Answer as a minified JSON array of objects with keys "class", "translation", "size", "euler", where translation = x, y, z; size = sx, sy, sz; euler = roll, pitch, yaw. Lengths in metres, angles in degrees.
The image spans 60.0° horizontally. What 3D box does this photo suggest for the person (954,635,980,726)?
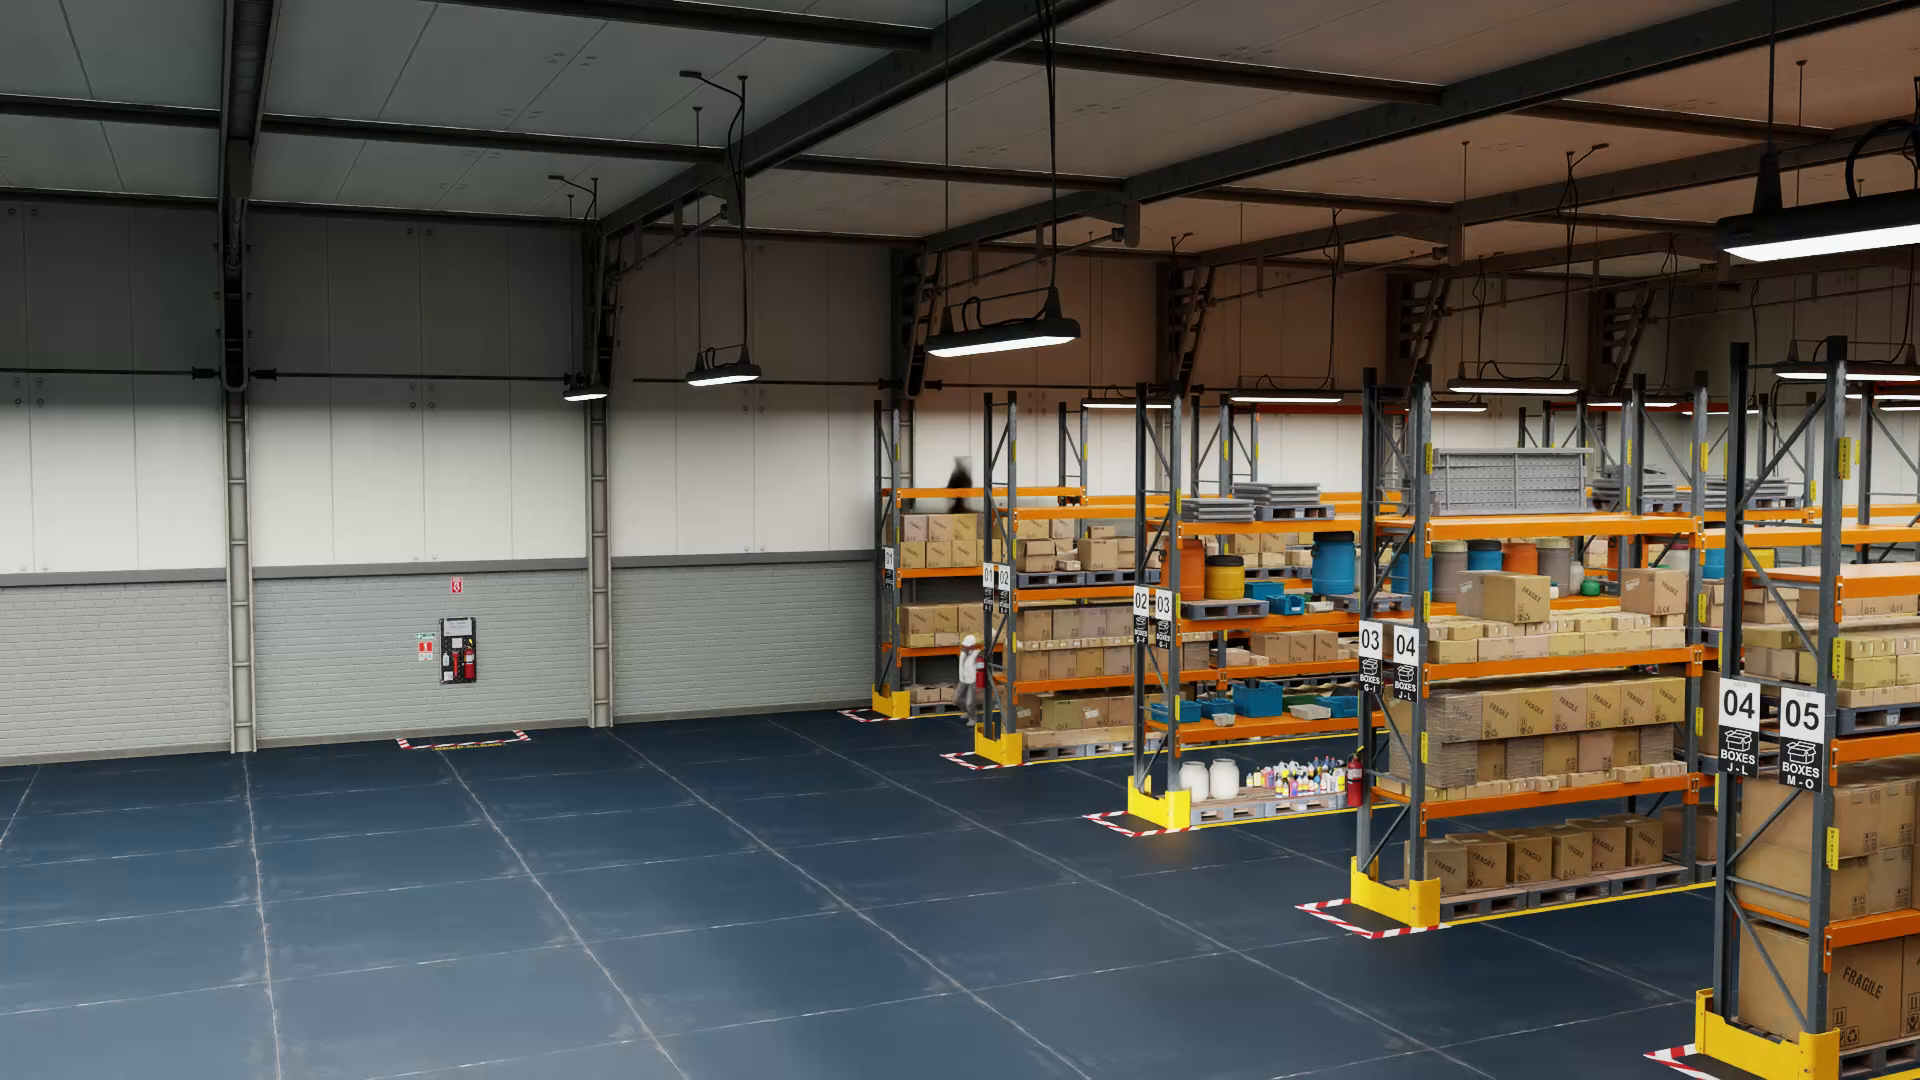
[{"class":"person","translation":[0.187,2.548,30.241],"size":[0.762,1.687,0.647],"euler":[3,5,43]}]
